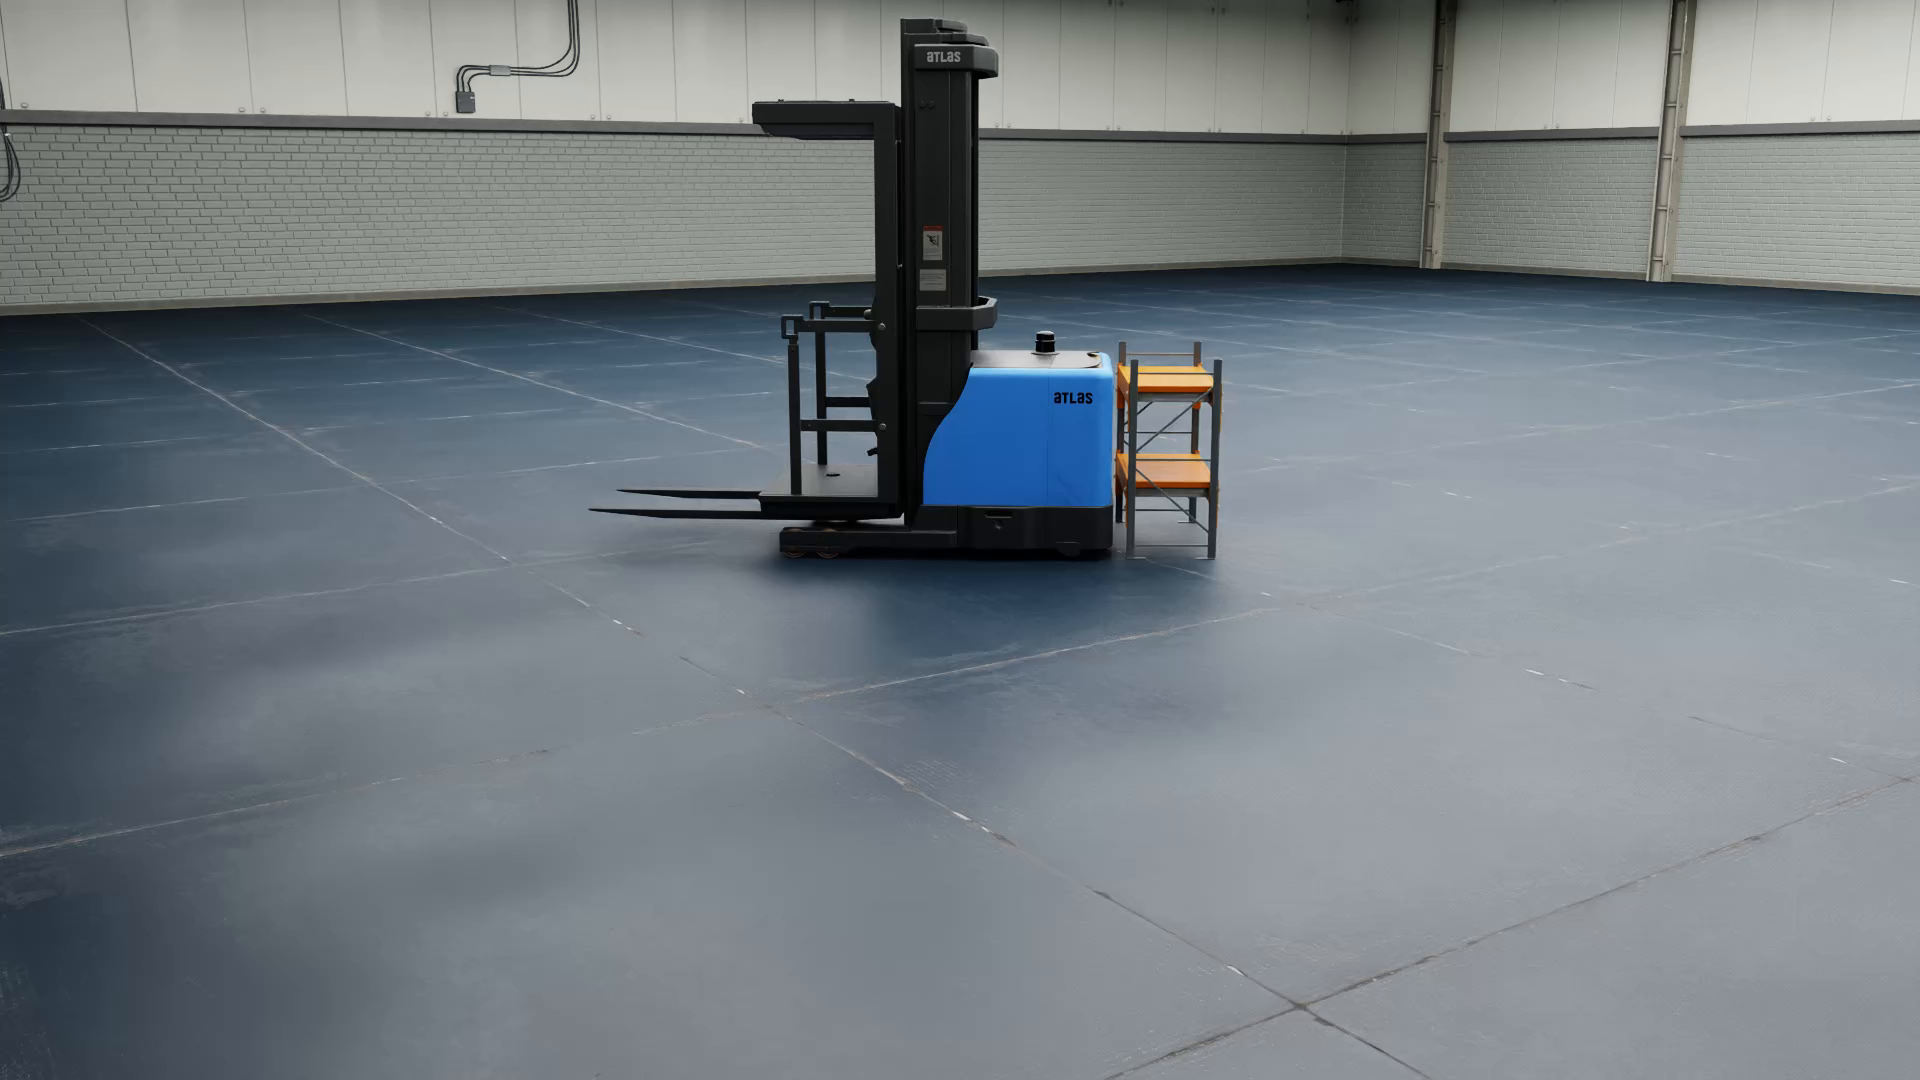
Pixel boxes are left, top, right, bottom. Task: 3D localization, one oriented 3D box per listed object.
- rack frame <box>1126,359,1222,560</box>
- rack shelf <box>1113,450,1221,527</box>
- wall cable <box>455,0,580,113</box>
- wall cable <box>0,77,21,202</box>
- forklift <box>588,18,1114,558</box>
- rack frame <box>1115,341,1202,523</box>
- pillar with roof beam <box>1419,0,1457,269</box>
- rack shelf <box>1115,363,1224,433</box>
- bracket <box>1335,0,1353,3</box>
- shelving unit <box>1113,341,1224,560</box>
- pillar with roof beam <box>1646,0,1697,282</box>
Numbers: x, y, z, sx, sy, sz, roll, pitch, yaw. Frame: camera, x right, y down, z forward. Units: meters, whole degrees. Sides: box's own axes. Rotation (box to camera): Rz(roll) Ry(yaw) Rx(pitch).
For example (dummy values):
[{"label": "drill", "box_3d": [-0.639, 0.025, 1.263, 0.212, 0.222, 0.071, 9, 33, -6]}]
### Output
[{"label": "rack frame", "box_3d": [1.188, -0.443, 9.253, 0.500, 1.125, 0.032, 0, 12, 2]}, {"label": "rack shelf", "box_3d": [1.203, -0.312, 9.802, 0.538, 0.278, 1.000, 0, 12, 2]}, {"label": "wall cable", "box_3d": [-7.790, -10.522, 28.952, 2.305, 6.003, 0.169, -8, 15, -33]}, {"label": "wall cable", "box_3d": [-15.702, -6.223, 24.522, 3.097, 2.526, 0.112, -8, 15, -33]}, {"label": "forklift", "box_3d": [-0.623, -1.441, 9.591, 3.031, 2.935, 1.130, 1, 12, 4]}, {"label": "rack frame", "box_3d": [1.219, -0.660, 10.246, 0.500, 1.125, 0.032, 0, 12, 2]}, {"label": "pillar with roof beam", "box_3d": [7.469, -10.278, 35.798, 9.100, 9.000, 0.548, -8, 15, -33]}, {"label": "rack shelf", "box_3d": [1.203, -0.837, 9.687, 0.538, 0.278, 1.000, 0, 12, 2]}, {"label": "bracket", "box_3d": [9.214, -12.999, 39.816, 0.235, 0.232, 0.430, -8, 15, -33]}, {"label": "shelving unit", "box_3d": [1.203, -0.551, 9.749, 0.538, 1.125, 1.048, 0, 12, 2]}, {"label": "pillar with roof beam", "box_3d": [10.793, -9.211, 30.918, 9.100, 9.000, 0.400, -8, 15, -33]}]
